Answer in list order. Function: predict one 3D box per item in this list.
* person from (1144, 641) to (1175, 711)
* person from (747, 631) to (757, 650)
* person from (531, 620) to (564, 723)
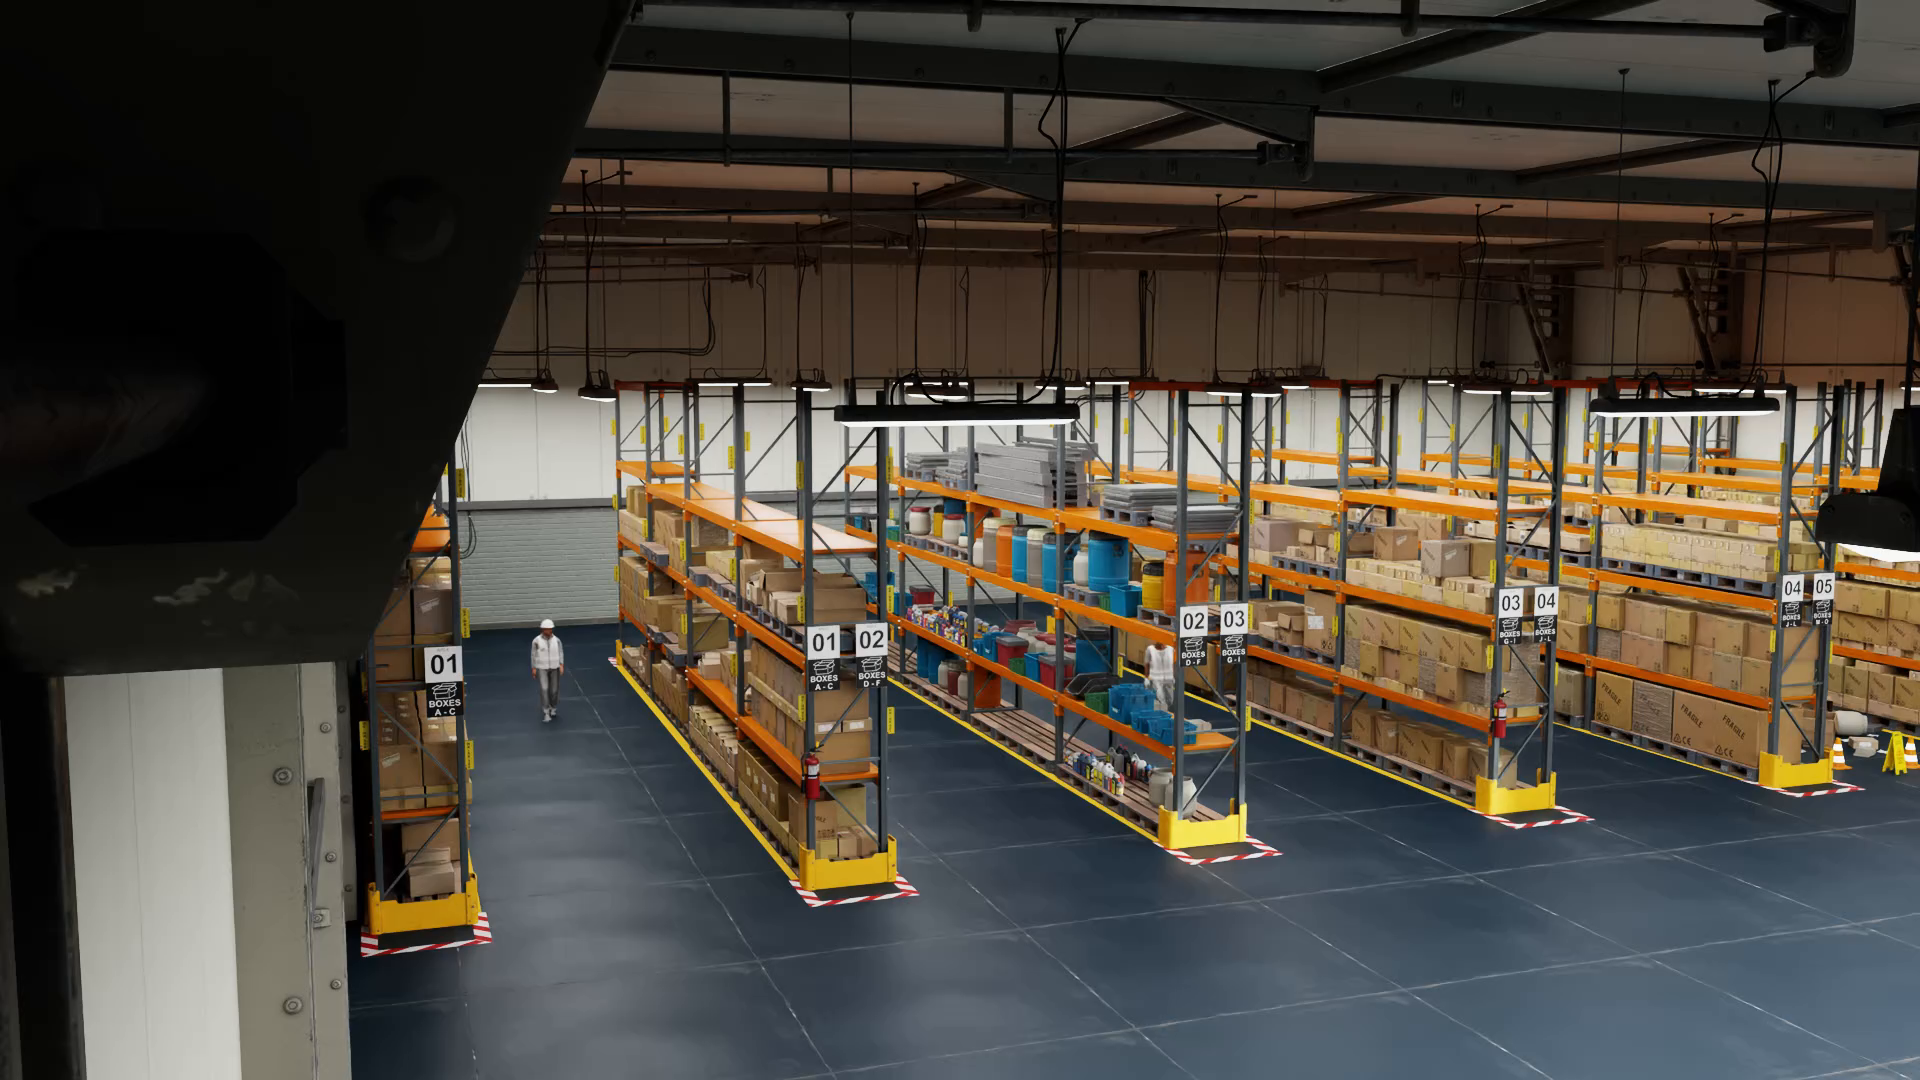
[{"bbox_3d":[3.523,2.416,28.981,0.550,1.724,0.986,-1,6,-12],"label":"person"},{"bbox_3d":[-4.219,1.925,33.898,0.521,1.664,0.451,4,7,32],"label":"person"},{"bbox_3d":[-7.332,2.331,29.744,0.569,1.773,0.752,-3,7,-28],"label":"person"}]
